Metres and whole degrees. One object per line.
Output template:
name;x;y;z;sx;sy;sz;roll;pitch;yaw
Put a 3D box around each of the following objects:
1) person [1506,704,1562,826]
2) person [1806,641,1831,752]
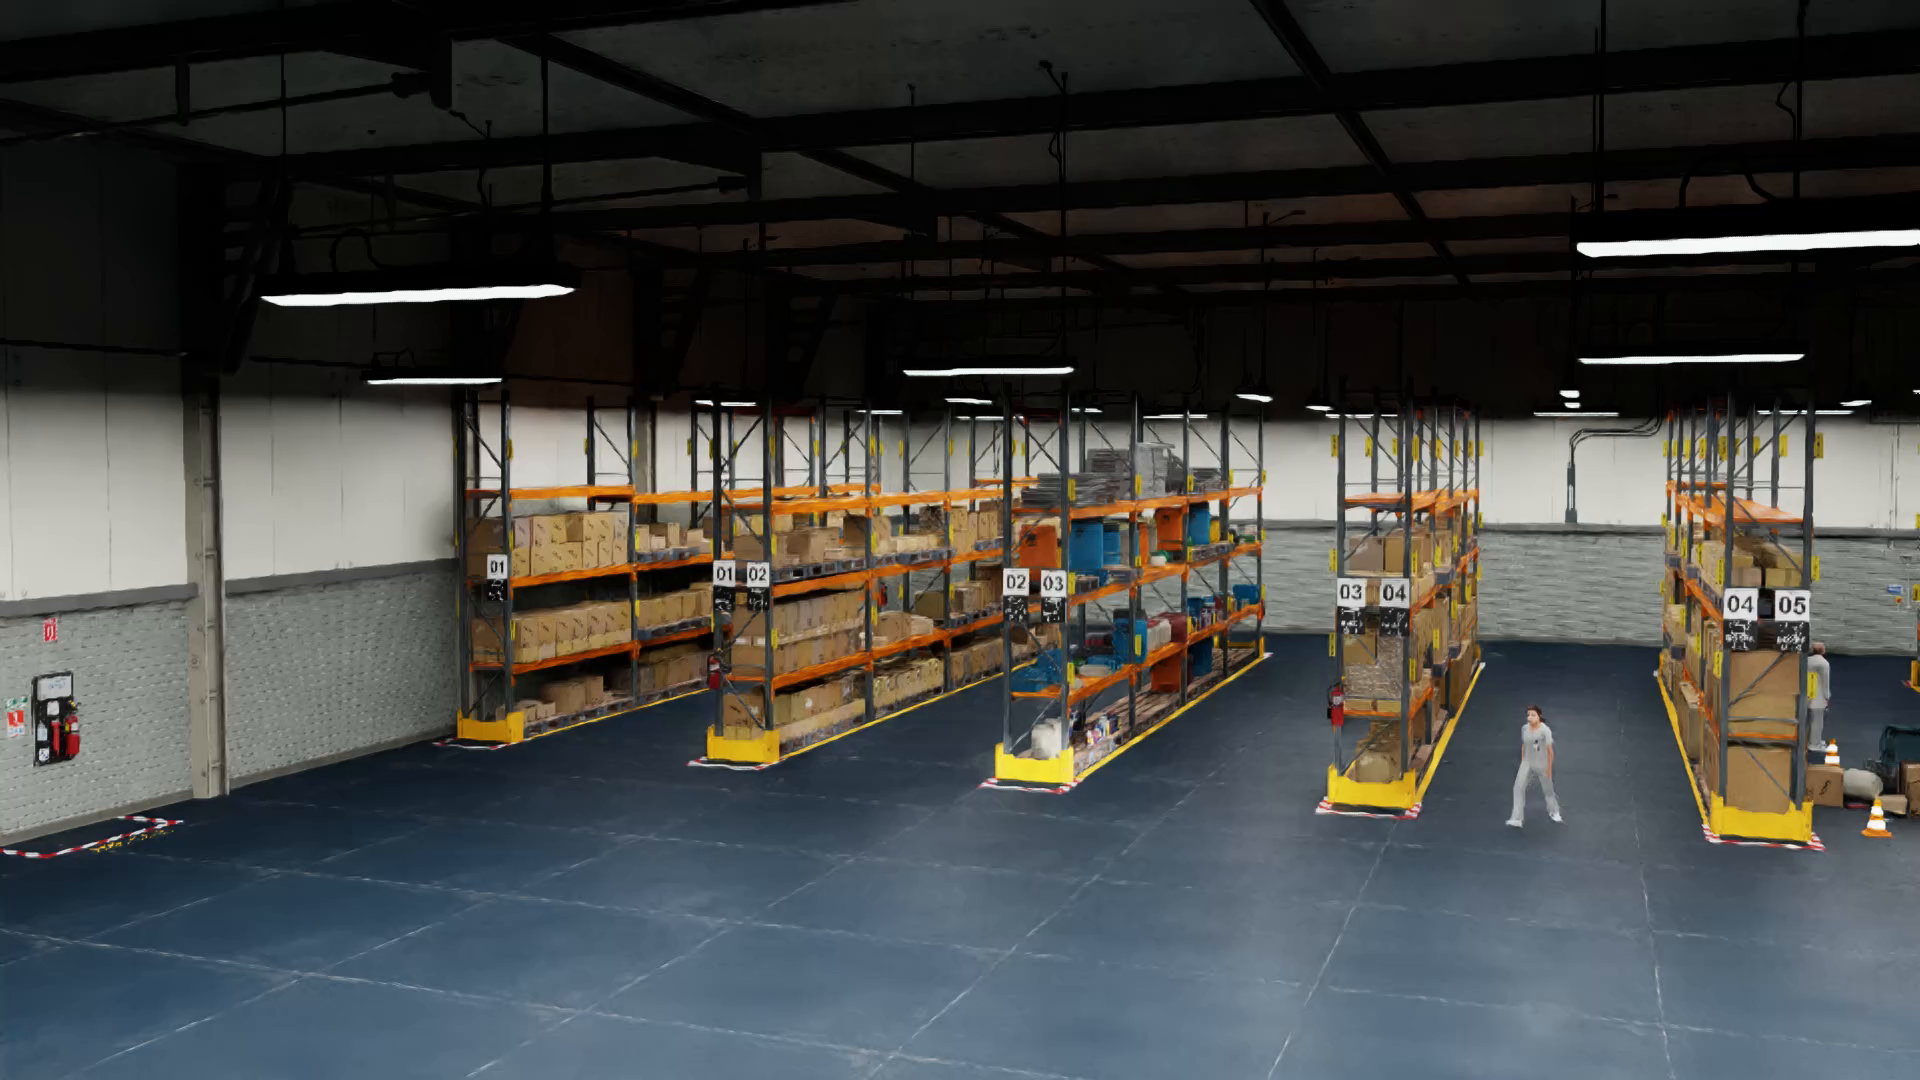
person;7.655;2.980;22.077;0.487;1.615;0.957;3;4;43
person;14.230;2.573;27.575;0.479;1.790;0.656;0;3;-8
